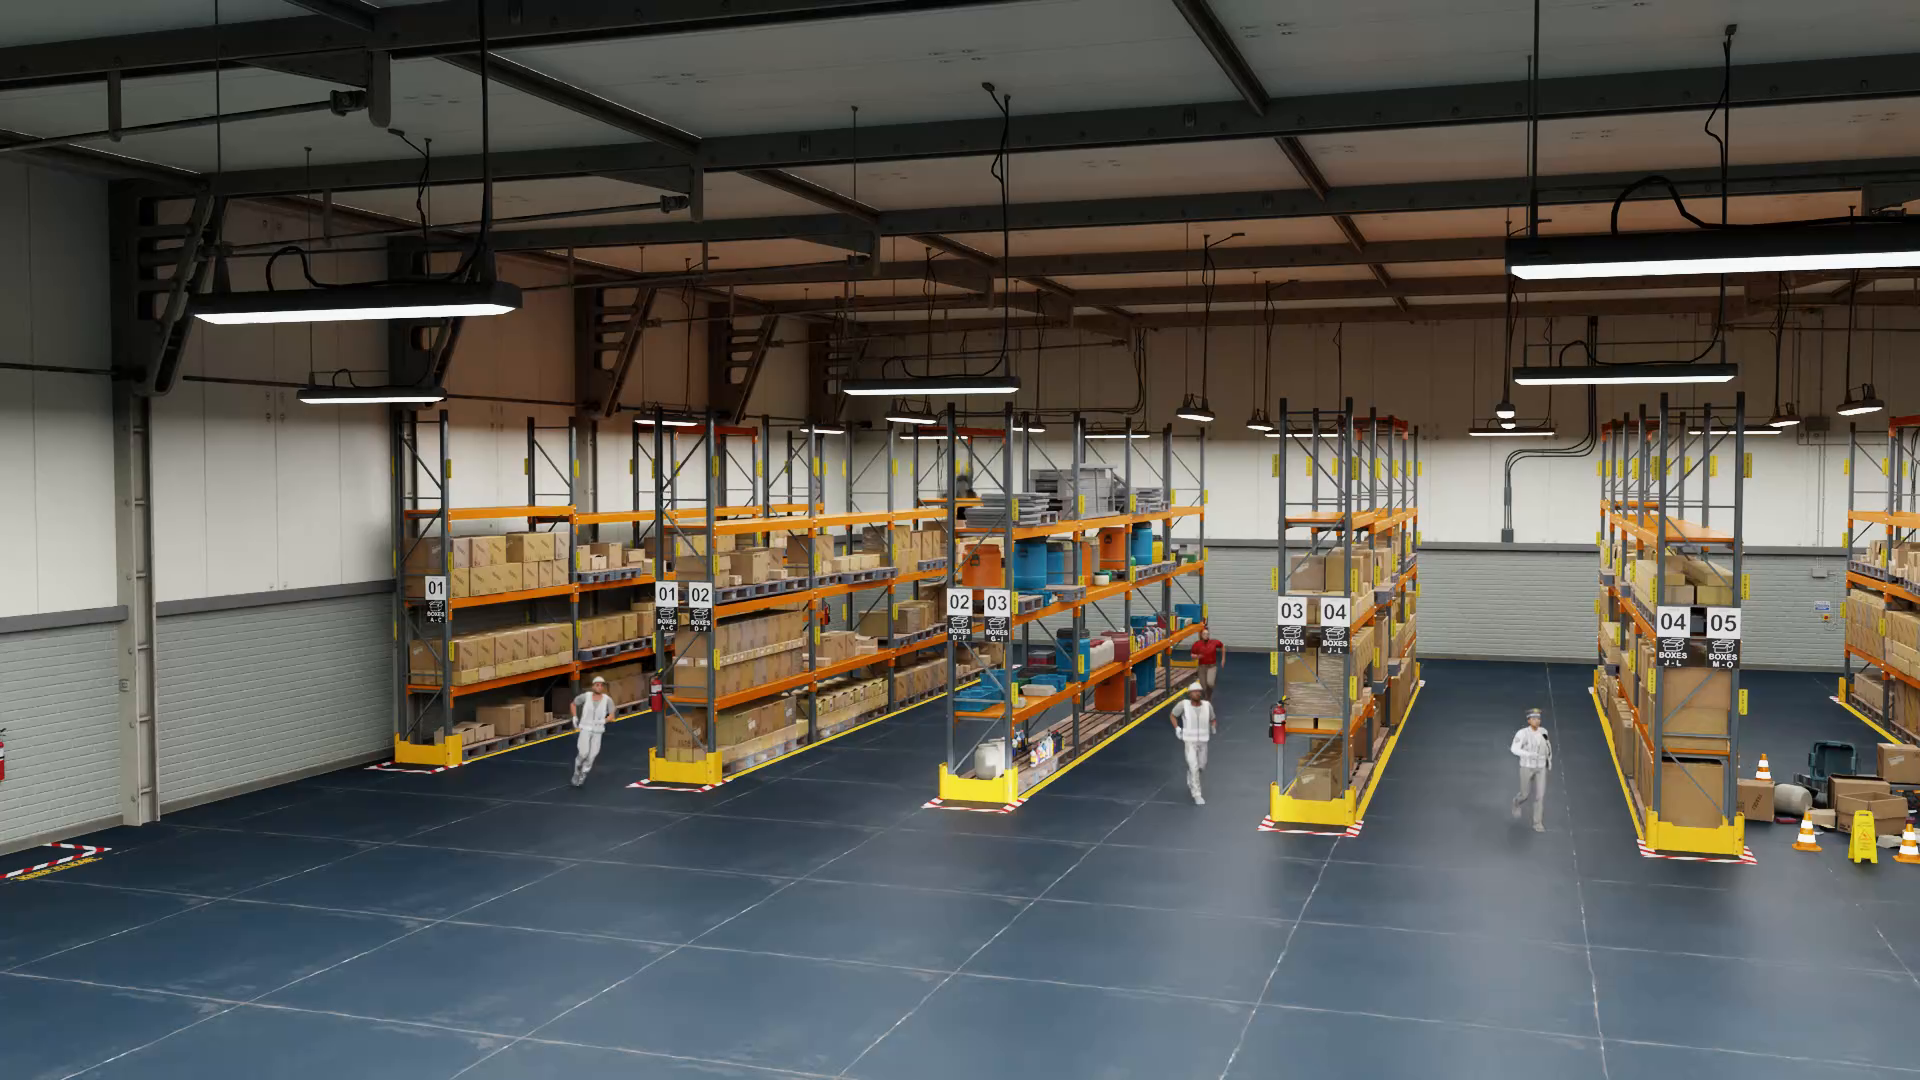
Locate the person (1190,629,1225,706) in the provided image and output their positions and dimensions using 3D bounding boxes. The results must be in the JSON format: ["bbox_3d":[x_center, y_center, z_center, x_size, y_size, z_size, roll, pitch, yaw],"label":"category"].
[{"bbox_3d":[5.087,2.687,34.170,0.691,1.742,0.843,1,3,13],"label":"person"}]

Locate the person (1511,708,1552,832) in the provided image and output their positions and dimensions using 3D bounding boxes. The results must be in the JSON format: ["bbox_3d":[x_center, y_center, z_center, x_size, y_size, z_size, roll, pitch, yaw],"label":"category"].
[{"bbox_3d":[7.954,3.159,23.133,0.635,1.673,0.815,0,2,-4],"label":"person"}]

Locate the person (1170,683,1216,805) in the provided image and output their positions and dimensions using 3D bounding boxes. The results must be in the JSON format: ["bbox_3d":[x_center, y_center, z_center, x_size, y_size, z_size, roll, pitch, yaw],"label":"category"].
[{"bbox_3d":[3.546,3.041,25.125,0.682,1.784,0.941,0,2,-9],"label":"person"}]

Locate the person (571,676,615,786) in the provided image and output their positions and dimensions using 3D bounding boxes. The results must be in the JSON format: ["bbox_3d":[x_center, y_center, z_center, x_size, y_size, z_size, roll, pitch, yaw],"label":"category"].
[{"bbox_3d":[-5.761,3.003,26.123,0.688,1.728,0.626,-1,3,-20],"label":"person"}]
